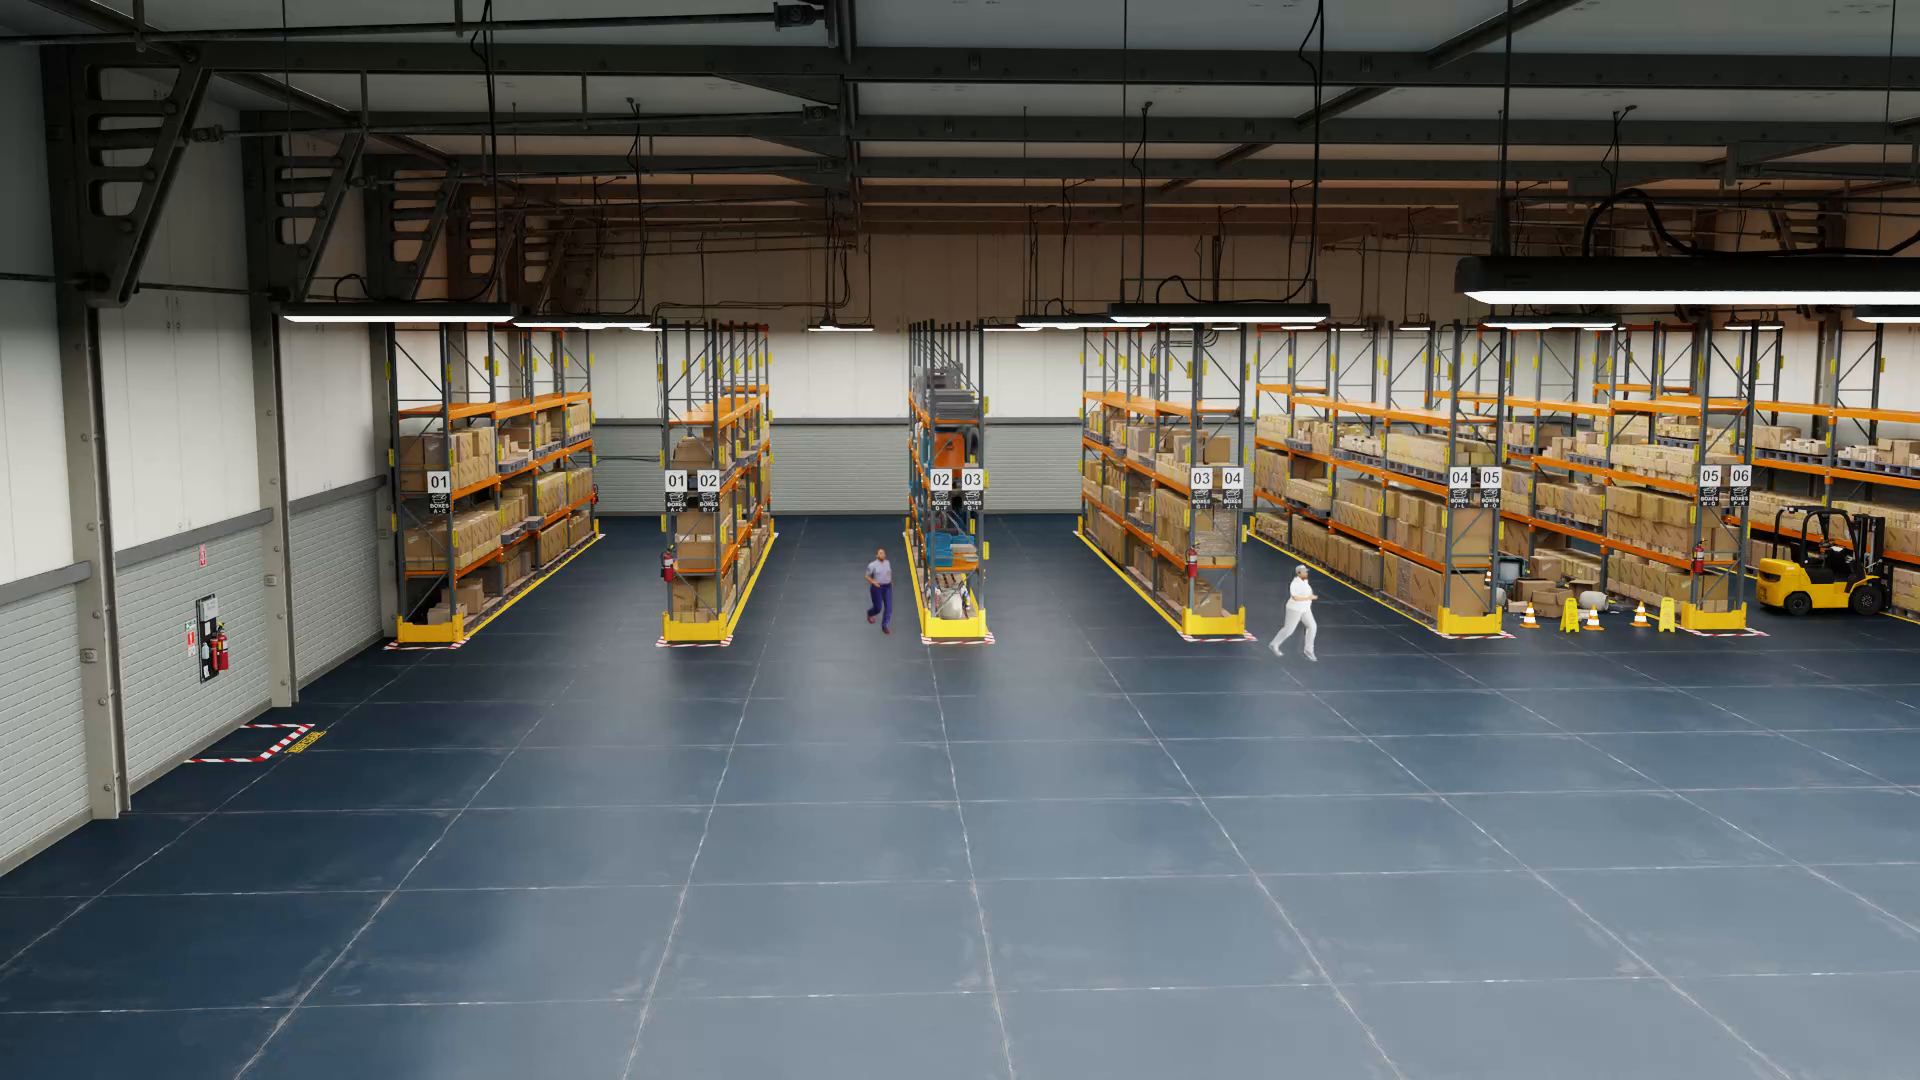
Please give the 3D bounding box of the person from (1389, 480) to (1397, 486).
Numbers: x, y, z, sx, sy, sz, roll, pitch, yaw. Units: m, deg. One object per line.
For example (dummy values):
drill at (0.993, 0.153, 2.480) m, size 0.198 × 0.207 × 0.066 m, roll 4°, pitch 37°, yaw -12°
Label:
person at (12.765, -1.251, 49.512) m, size 0.616 × 1.715 × 0.715 m, roll 0°, pitch 7°, yaw 1°

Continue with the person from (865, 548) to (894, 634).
person at (-1.524, 0.968, 31.921) m, size 0.607 × 1.618 × 0.779 m, roll -4°, pitch 8°, yaw -27°

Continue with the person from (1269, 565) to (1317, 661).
person at (5.949, 1.278, 29.444) m, size 0.882 × 1.716 × 0.611 m, roll 6°, pitch 9°, yaw 41°
